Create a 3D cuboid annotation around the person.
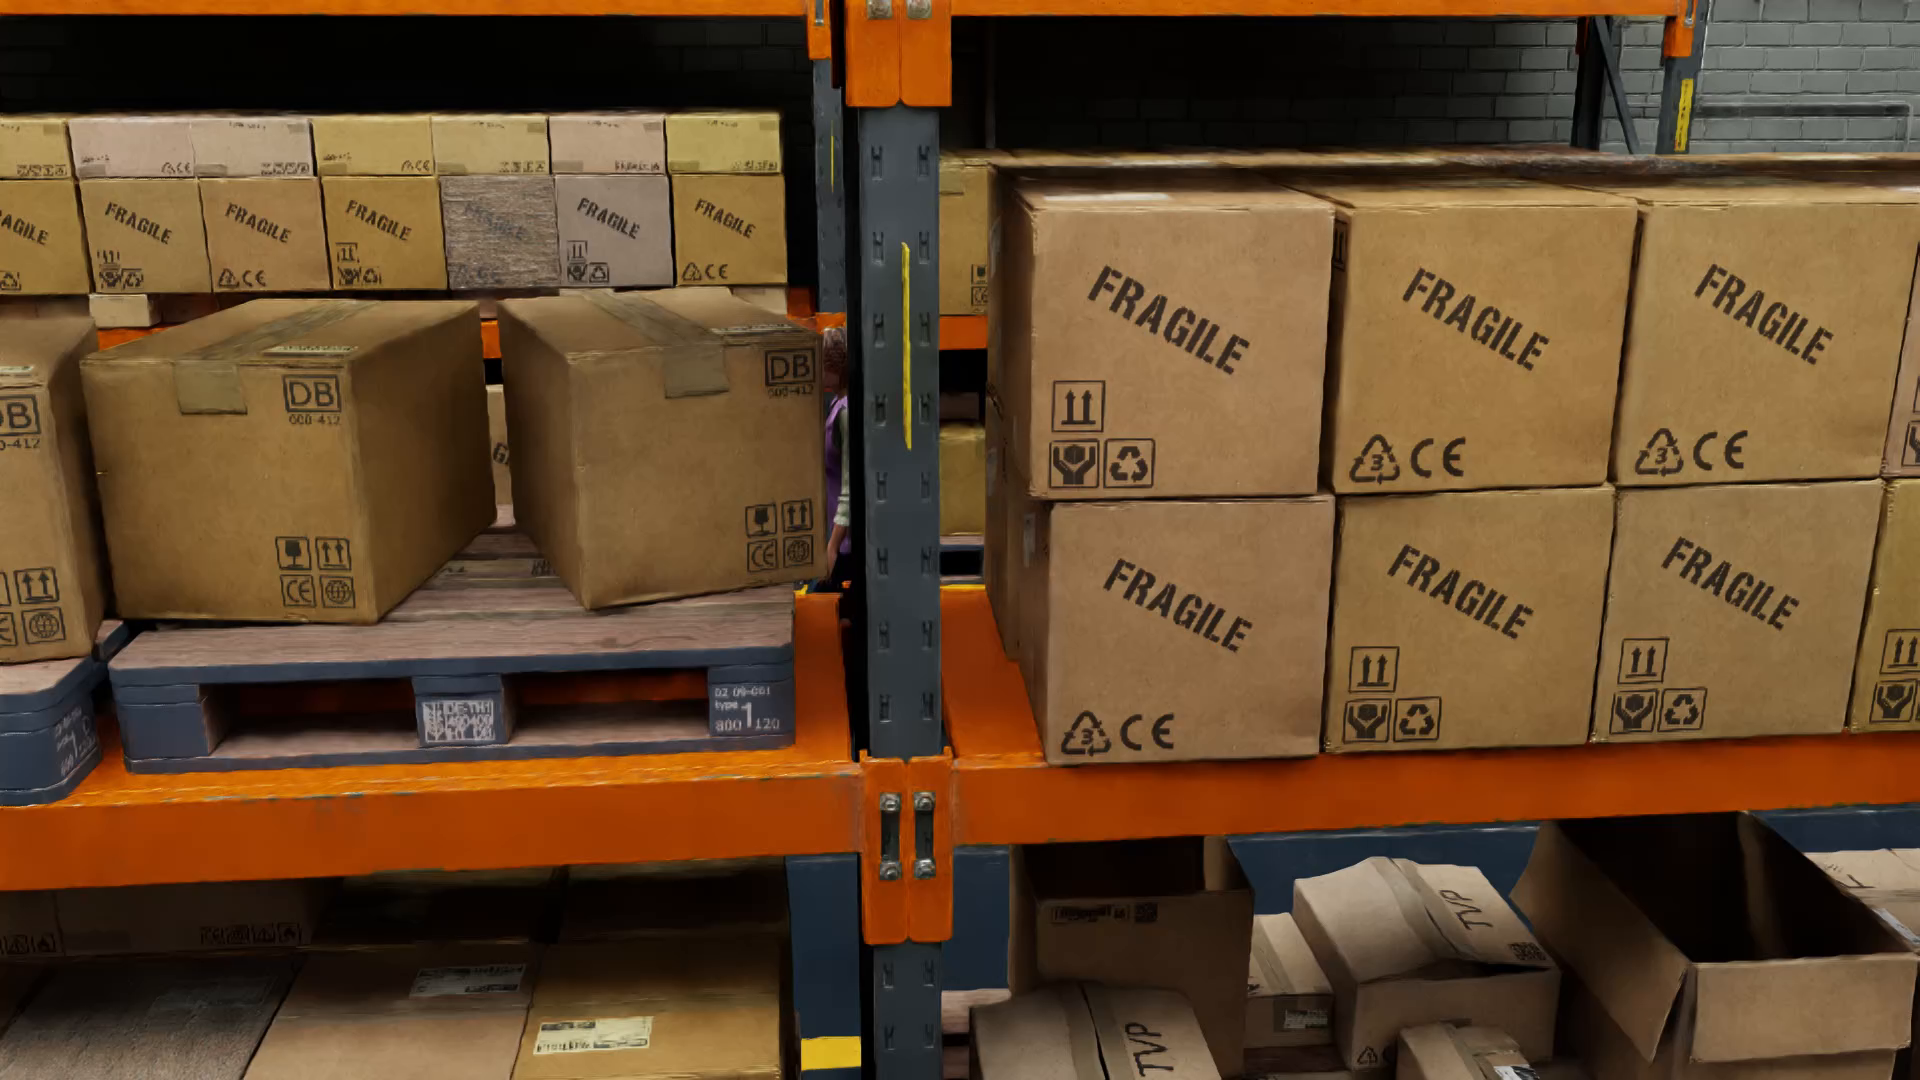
[{"bbox_3d":[-0.398,-0.017,6.135,0.908,1.540,0.435,-4,17,-13],"label":"person"}]
